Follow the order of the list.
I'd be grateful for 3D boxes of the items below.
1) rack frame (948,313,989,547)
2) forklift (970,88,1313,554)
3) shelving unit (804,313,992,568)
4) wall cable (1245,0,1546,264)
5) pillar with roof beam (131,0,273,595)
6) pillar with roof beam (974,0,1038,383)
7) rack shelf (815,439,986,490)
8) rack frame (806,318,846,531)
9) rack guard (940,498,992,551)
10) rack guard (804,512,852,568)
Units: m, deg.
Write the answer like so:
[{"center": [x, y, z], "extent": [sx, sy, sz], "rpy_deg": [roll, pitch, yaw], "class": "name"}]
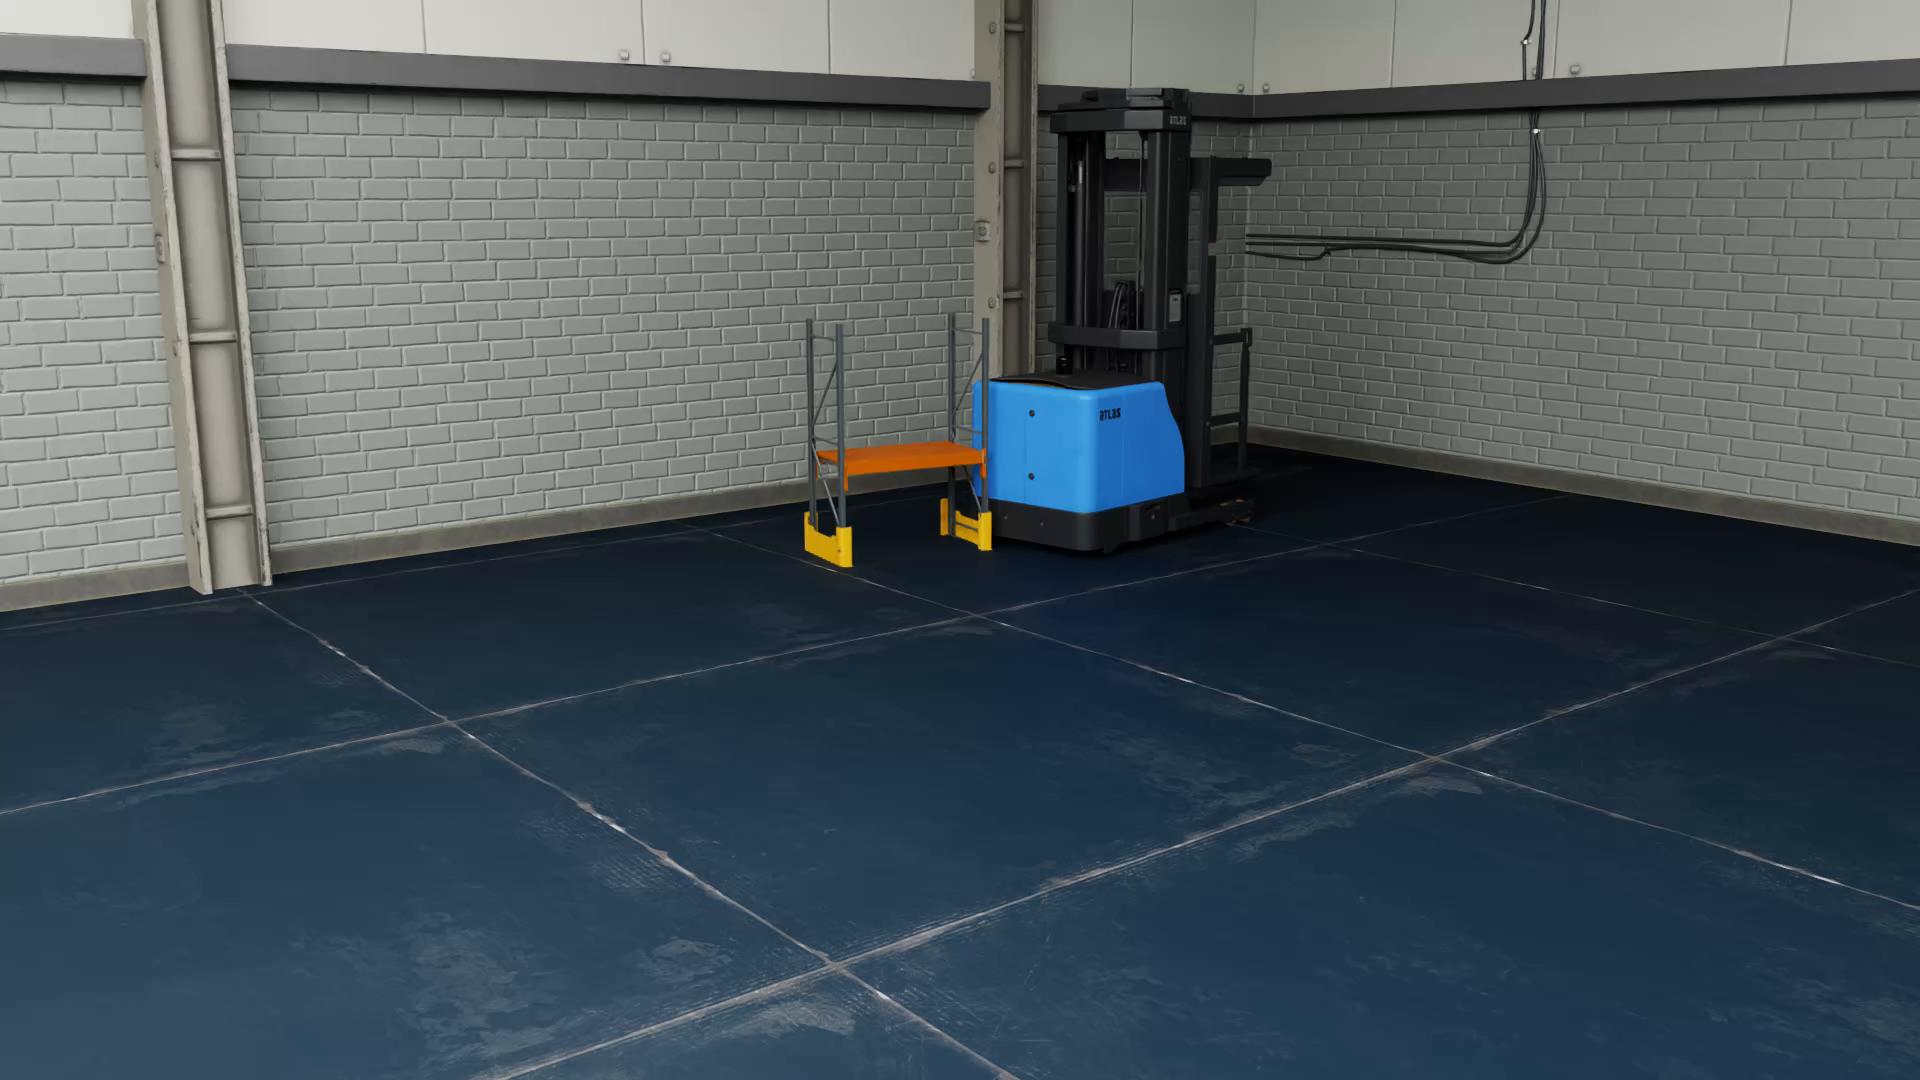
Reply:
[{"center": [0.053, -0.719, 10.903], "extent": [0.032, 1.500, 0.500], "rpy_deg": [-6, 14, -28], "class": "rack frame"}, {"center": [1.431, -1.590, 11.562], "extent": [1.130, 2.935, 3.031], "rpy_deg": [11, 16, 41], "class": "forklift"}, {"center": [-0.402, -0.668, 10.662], "extent": [1.083, 1.500, 0.587], "rpy_deg": [-6, 14, -28], "class": "shelving unit"}, {"center": [3.483, -3.563, 13.718], "extent": [0.112, 2.526, 3.097], "rpy_deg": [-9, 15, -38], "class": "wall cable"}, {"center": [-1.639, -3.437, 5.651], "extent": [0.400, 9.000, 9.100], "rpy_deg": [-9, 15, -38], "class": "pillar with roof beam"}, {"center": [3.046, -4.216, 9.317], "extent": [0.400, 9.000, 9.100], "rpy_deg": [-9, 15, -38], "class": "pillar with roof beam"}, {"center": [-0.394, -0.492, 10.703], "extent": [1.000, 0.185, 0.538], "rpy_deg": [-6, 14, -28], "class": "rack shelf"}, {"center": [-0.840, -0.618, 10.429], "extent": [0.032, 1.500, 0.500], "rpy_deg": [-6, 14, -28], "class": "rack frame"}, {"center": [0.036, -0.106, 11.024], "extent": [0.087, 0.250, 0.587], "rpy_deg": [-6, 14, -28], "class": "rack guard"}, {"center": [-0.839, -0.007, 10.559], "extent": [0.087, 0.250, 0.587], "rpy_deg": [-6, 14, -28], "class": "rack guard"}]
